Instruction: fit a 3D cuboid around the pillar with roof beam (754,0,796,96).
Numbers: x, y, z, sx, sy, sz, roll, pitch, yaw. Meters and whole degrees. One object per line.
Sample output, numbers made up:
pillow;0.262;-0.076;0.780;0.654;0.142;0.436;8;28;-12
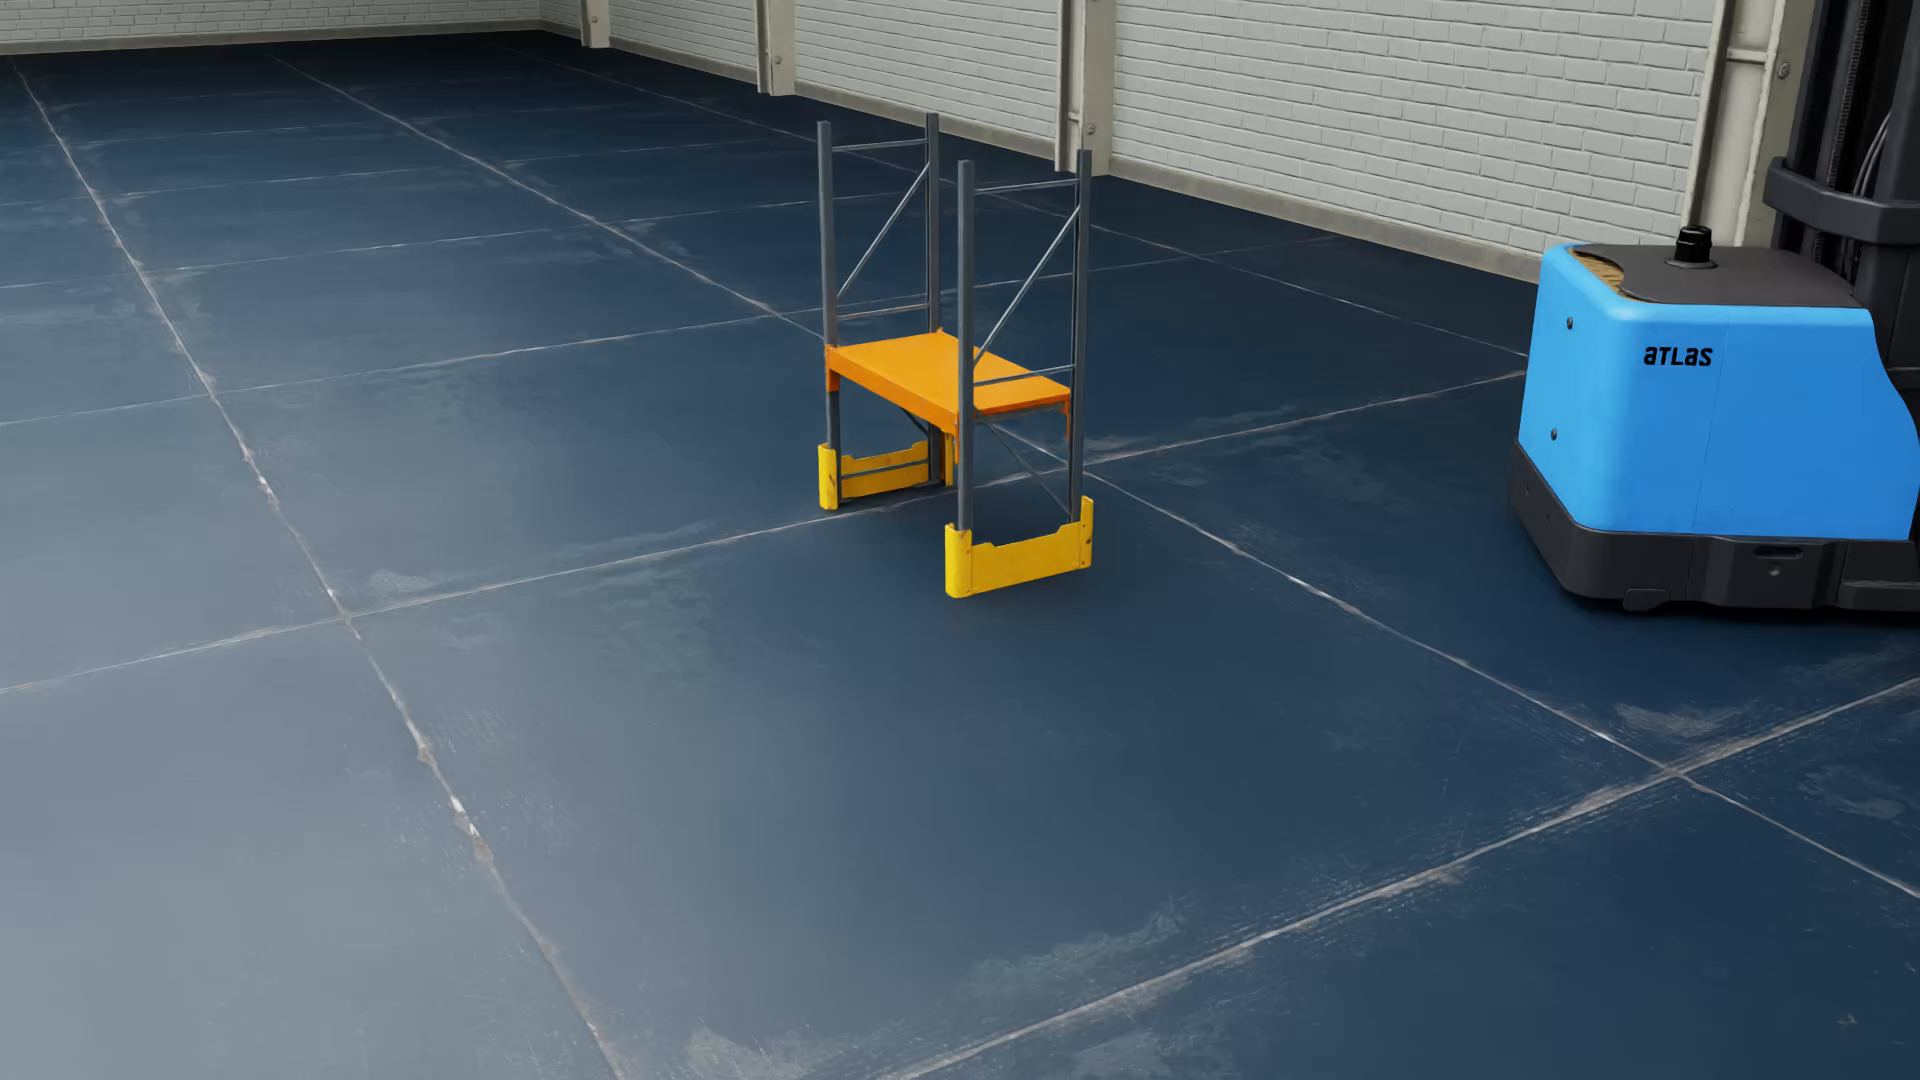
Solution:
pillar with roof beam;-5.744;-8.342;14.883;9.100;9.000;0.400;-13;25;-28

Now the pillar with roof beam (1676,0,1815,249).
pillar with roof beam;0.386;-4.457;5.326;9.100;9.000;0.400;-13;25;-28

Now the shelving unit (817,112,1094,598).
shelving unit;-0.039;-0.719;6.090;0.587;1.500;1.083;-13;25;-28

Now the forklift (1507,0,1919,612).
forklift;3.618;-1.245;5.483;3.031;2.935;1.130;2;22;4

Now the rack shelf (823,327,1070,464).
rack shelf;-0.044;-0.556;6.165;0.538;0.185;1.000;-13;25;-28

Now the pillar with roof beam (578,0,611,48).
pillar with roof beam;-8.808;-10.284;19.662;9.100;9.000;0.400;-13;25;-28

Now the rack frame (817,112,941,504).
rack frame;-0.303;-0.887;6.502;0.500;1.500;0.032;-13;25;-28

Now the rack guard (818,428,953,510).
rack guard;-0.293;-0.302;6.722;0.587;0.250;0.087;-13;25;-28

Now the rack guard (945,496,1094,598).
rack guard;0.215;0.021;5.928;0.587;0.250;0.087;-13;25;-28

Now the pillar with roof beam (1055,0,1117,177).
pillar with roof beam;-2.679;-6.399;10.105;9.100;9.000;0.400;-13;25;-28

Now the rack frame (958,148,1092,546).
rack frame;0.216;-0.558;5.692;0.500;1.500;0.032;-13;25;-28
